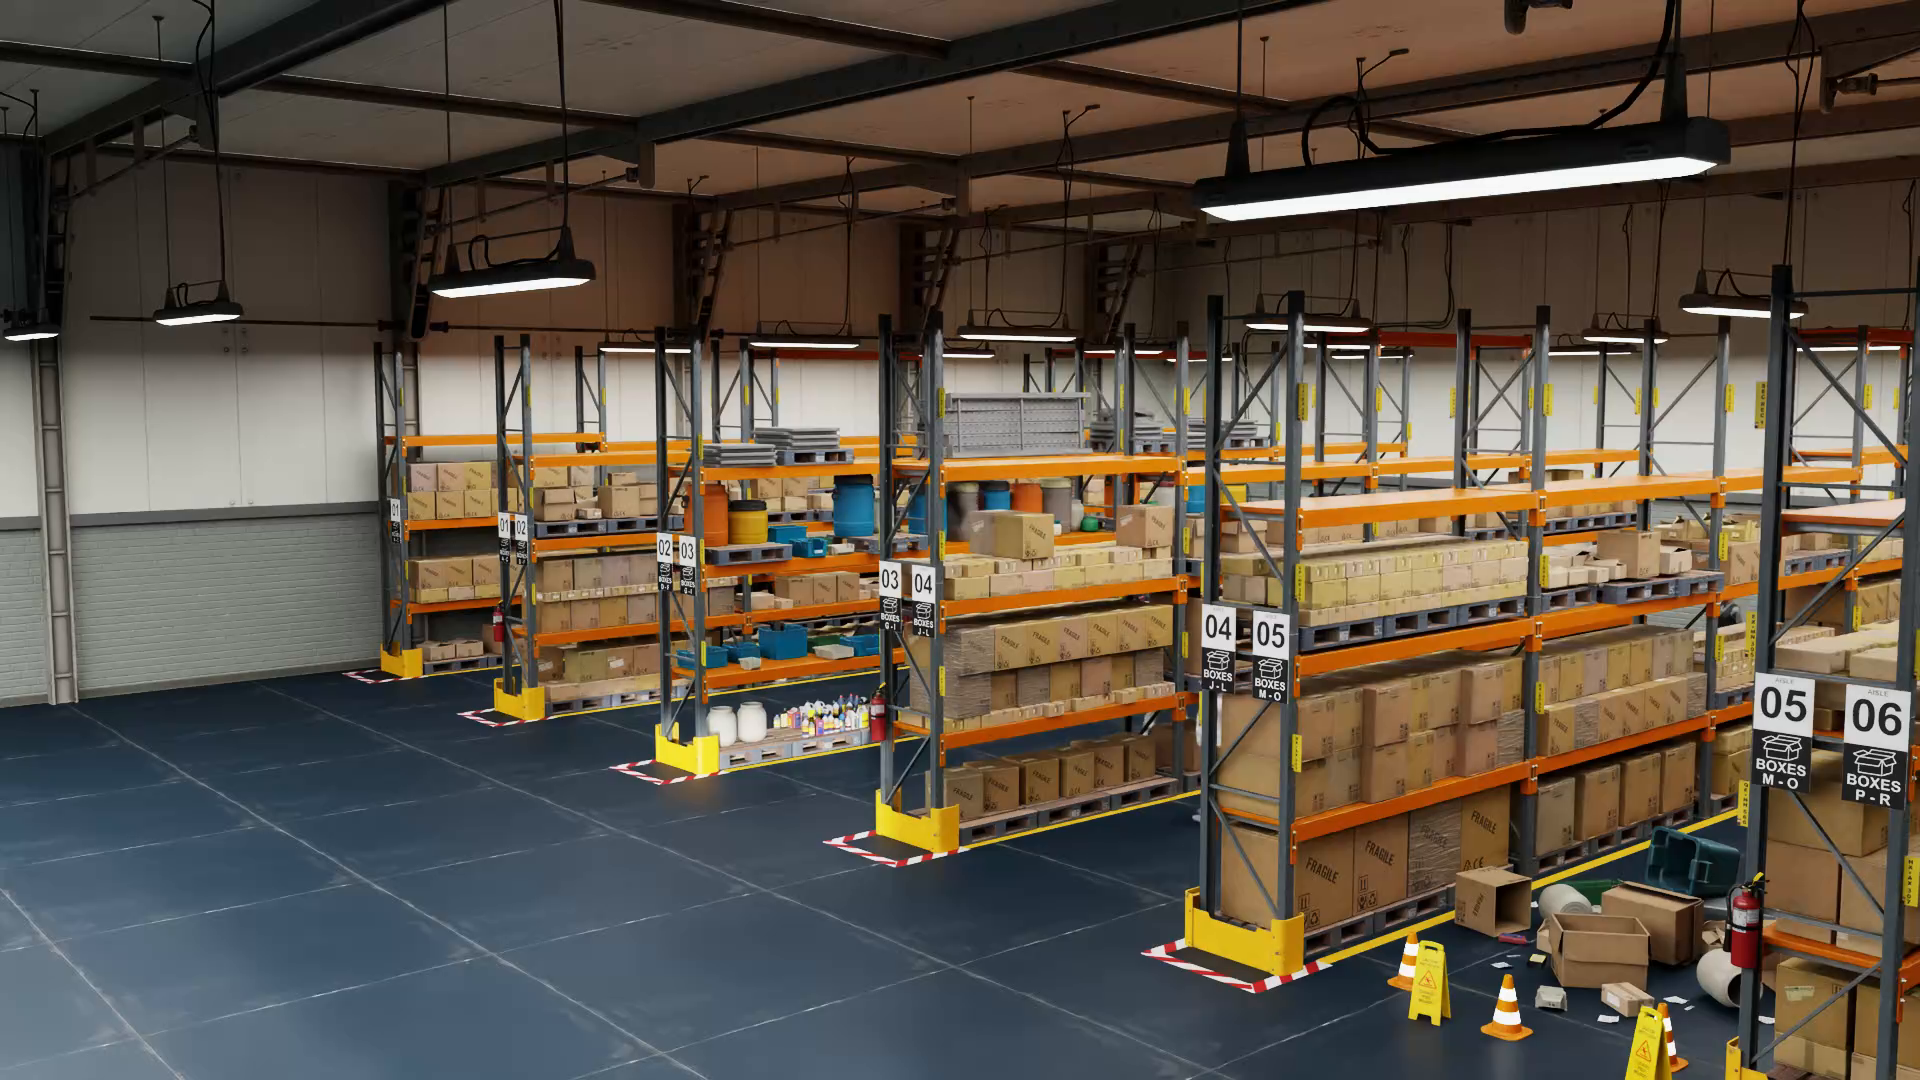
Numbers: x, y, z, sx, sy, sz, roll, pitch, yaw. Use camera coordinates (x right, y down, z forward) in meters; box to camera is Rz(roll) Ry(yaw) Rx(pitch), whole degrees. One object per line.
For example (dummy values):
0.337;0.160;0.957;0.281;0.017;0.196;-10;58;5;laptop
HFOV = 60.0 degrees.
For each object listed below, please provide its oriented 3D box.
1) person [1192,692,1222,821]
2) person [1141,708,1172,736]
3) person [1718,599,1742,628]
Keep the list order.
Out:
3.027;2.460;19.944;0.407;1.780;0.576;2;6;19;person
2.908;2.099;23.902;1.060;1.723;0.493;-5;7;-42;person
13.350;1.680;28.976;0.841;1.678;0.569;-5;7;-44;person
